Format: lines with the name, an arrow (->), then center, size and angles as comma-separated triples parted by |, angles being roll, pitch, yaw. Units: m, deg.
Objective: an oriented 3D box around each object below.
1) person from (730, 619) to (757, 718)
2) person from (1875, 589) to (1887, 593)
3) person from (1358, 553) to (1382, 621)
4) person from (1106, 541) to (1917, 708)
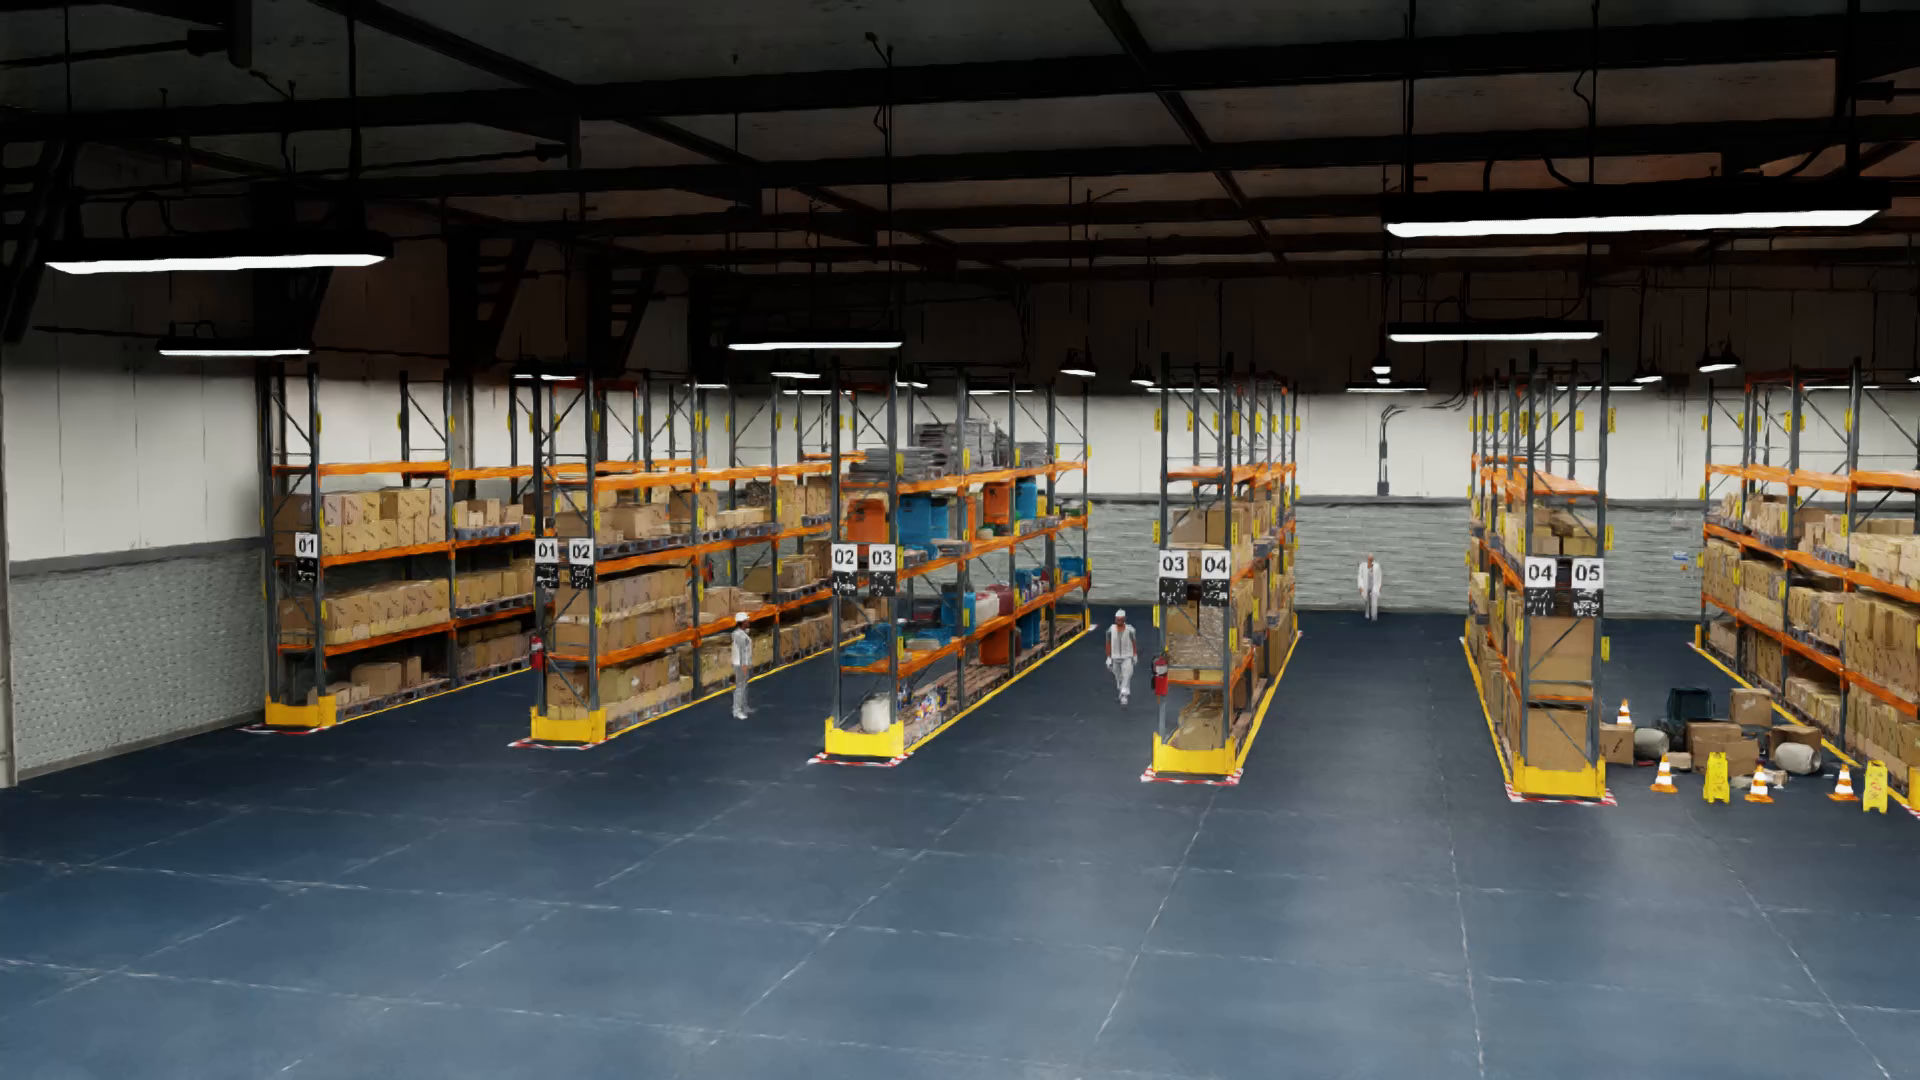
person -> -3.673, 2.132, 28.323 | 0.463, 1.731, 0.598 | -1, 4, -13
person -> 20.243, 1.637, 36.448 | 0.459, 1.626, 0.669 | -1, 4, -11
person -> 10.385, 1.171, 42.149 | 0.598, 1.698, 1.194 | 1, 4, 16
person -> 7.993, 1.460, 26.501 | 12.039, 3.324, 3.589 | 1, 4, 16
